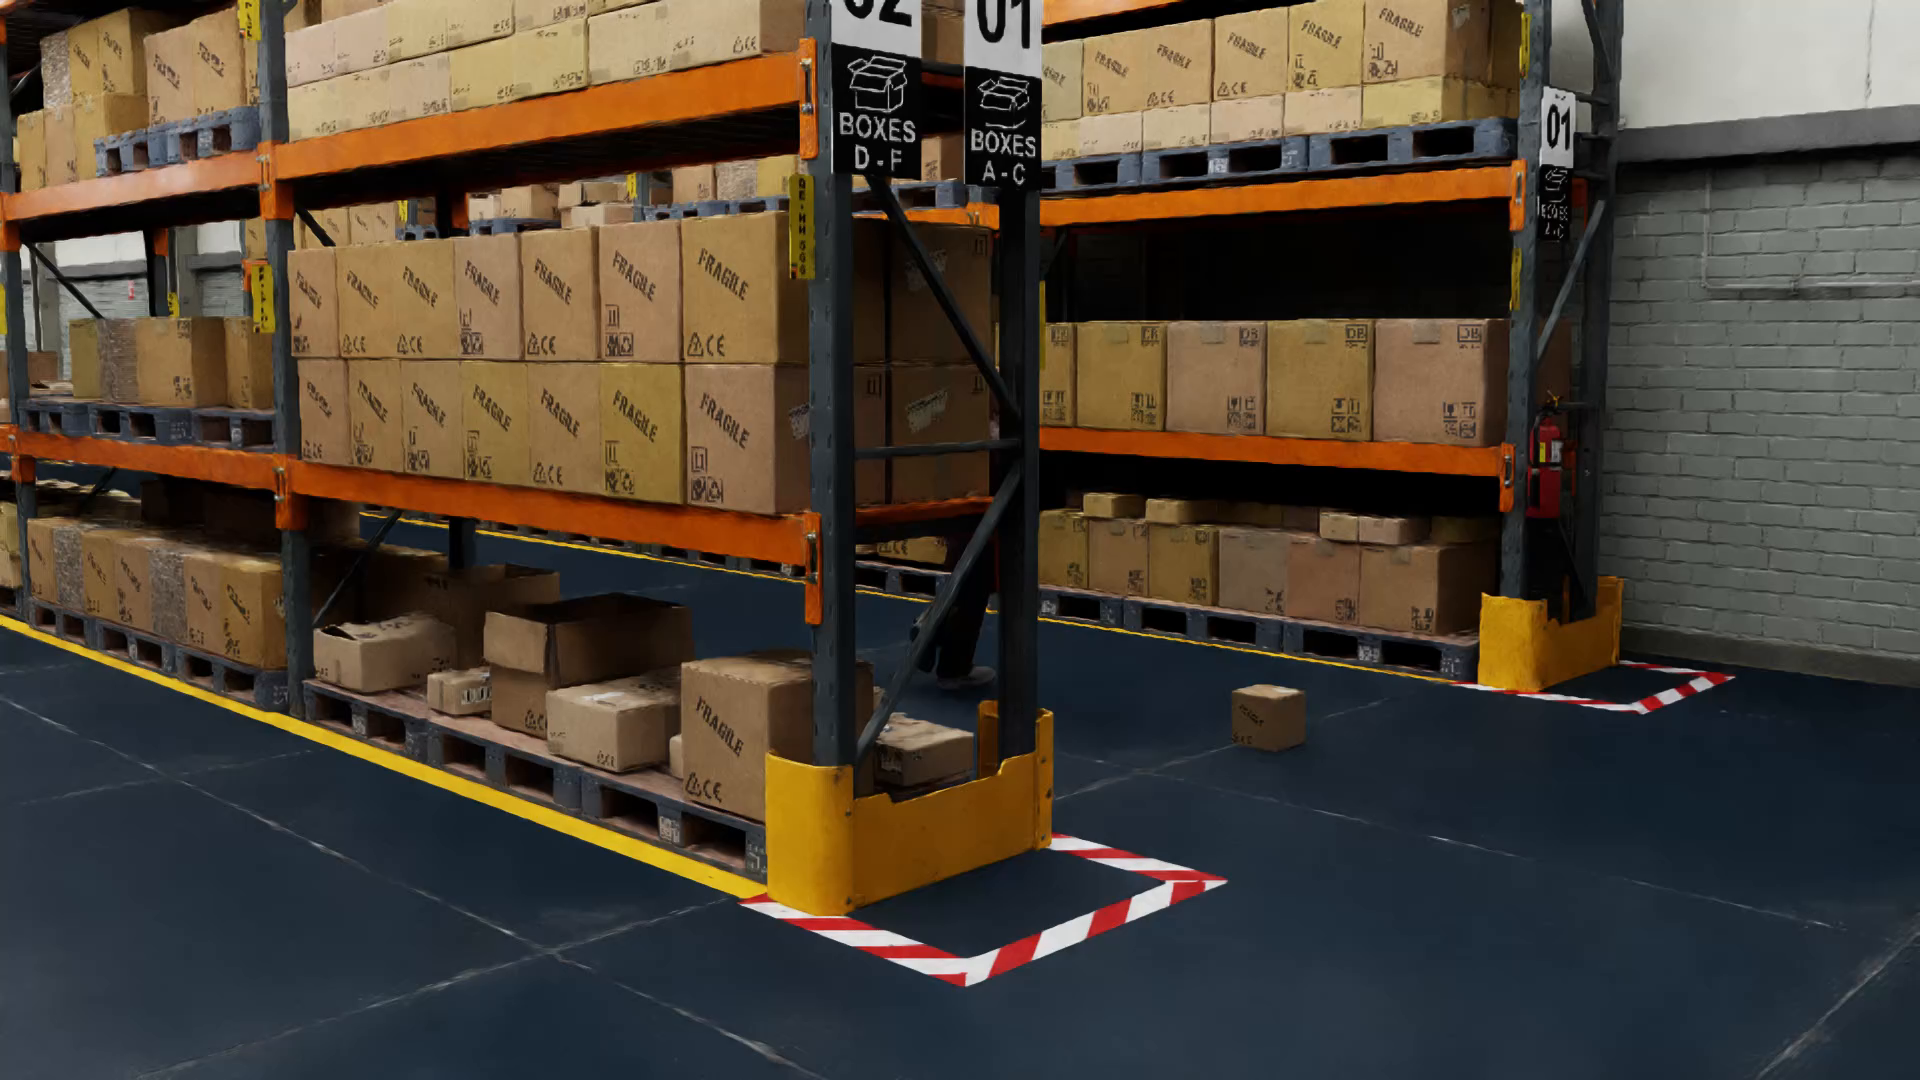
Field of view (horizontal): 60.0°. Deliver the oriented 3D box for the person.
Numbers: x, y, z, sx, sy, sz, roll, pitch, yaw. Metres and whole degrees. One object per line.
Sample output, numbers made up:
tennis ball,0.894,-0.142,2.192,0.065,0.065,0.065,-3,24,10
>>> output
person,0.060,-0.053,8.756,0.556,1.737,0.717,-3,7,-23
